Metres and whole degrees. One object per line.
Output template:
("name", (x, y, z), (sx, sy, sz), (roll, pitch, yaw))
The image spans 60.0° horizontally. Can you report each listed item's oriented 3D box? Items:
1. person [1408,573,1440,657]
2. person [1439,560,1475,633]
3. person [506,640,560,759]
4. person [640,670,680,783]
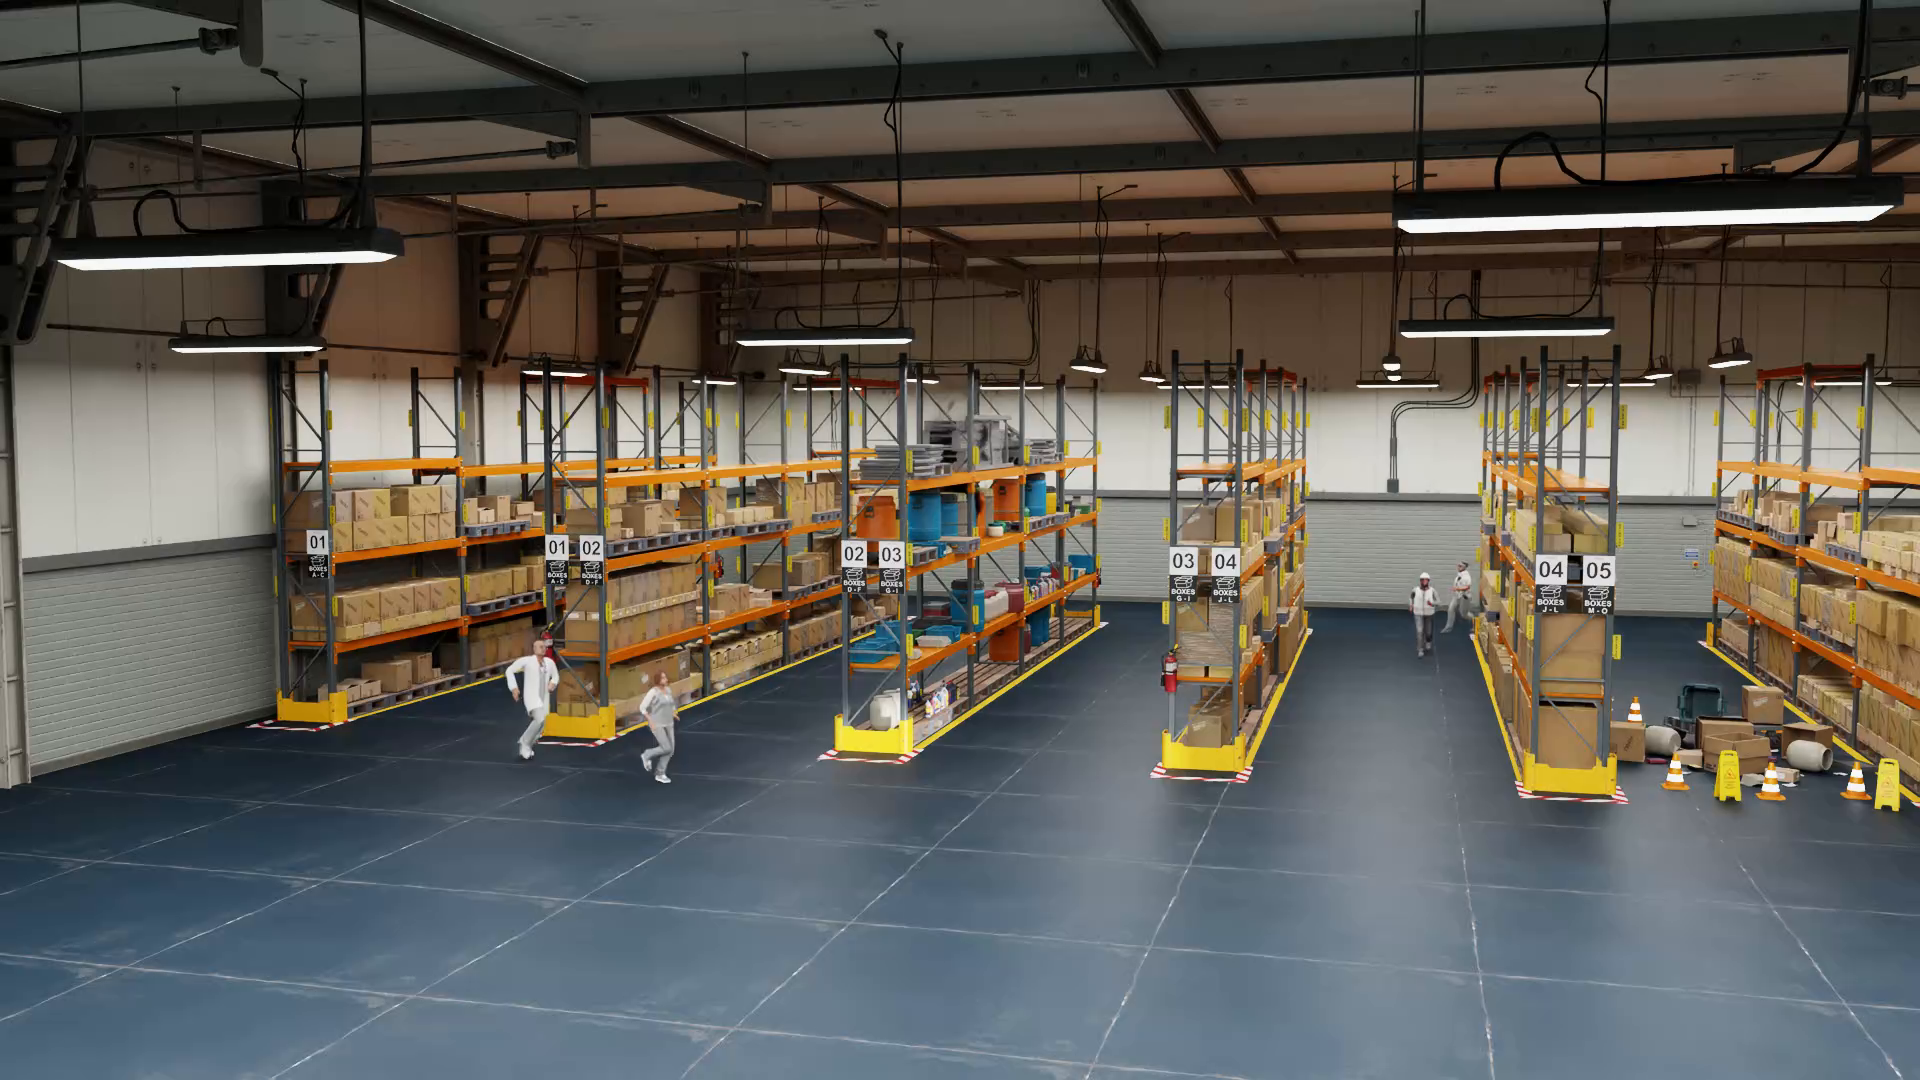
("person", (9.853, 1.576, 35.325), (0.666, 1.750, 0.930), (1, 4, 16))
("person", (11.790, 1.336, 38.909), (0.963, 1.756, 0.698), (0, 4, -3))
("person", (-6.277, 2.354, 24.693), (0.635, 1.718, 0.722), (3, 5, 37))
("person", (-4.130, 2.579, 23.018), (0.521, 1.558, 0.544), (3, 5, 36))
